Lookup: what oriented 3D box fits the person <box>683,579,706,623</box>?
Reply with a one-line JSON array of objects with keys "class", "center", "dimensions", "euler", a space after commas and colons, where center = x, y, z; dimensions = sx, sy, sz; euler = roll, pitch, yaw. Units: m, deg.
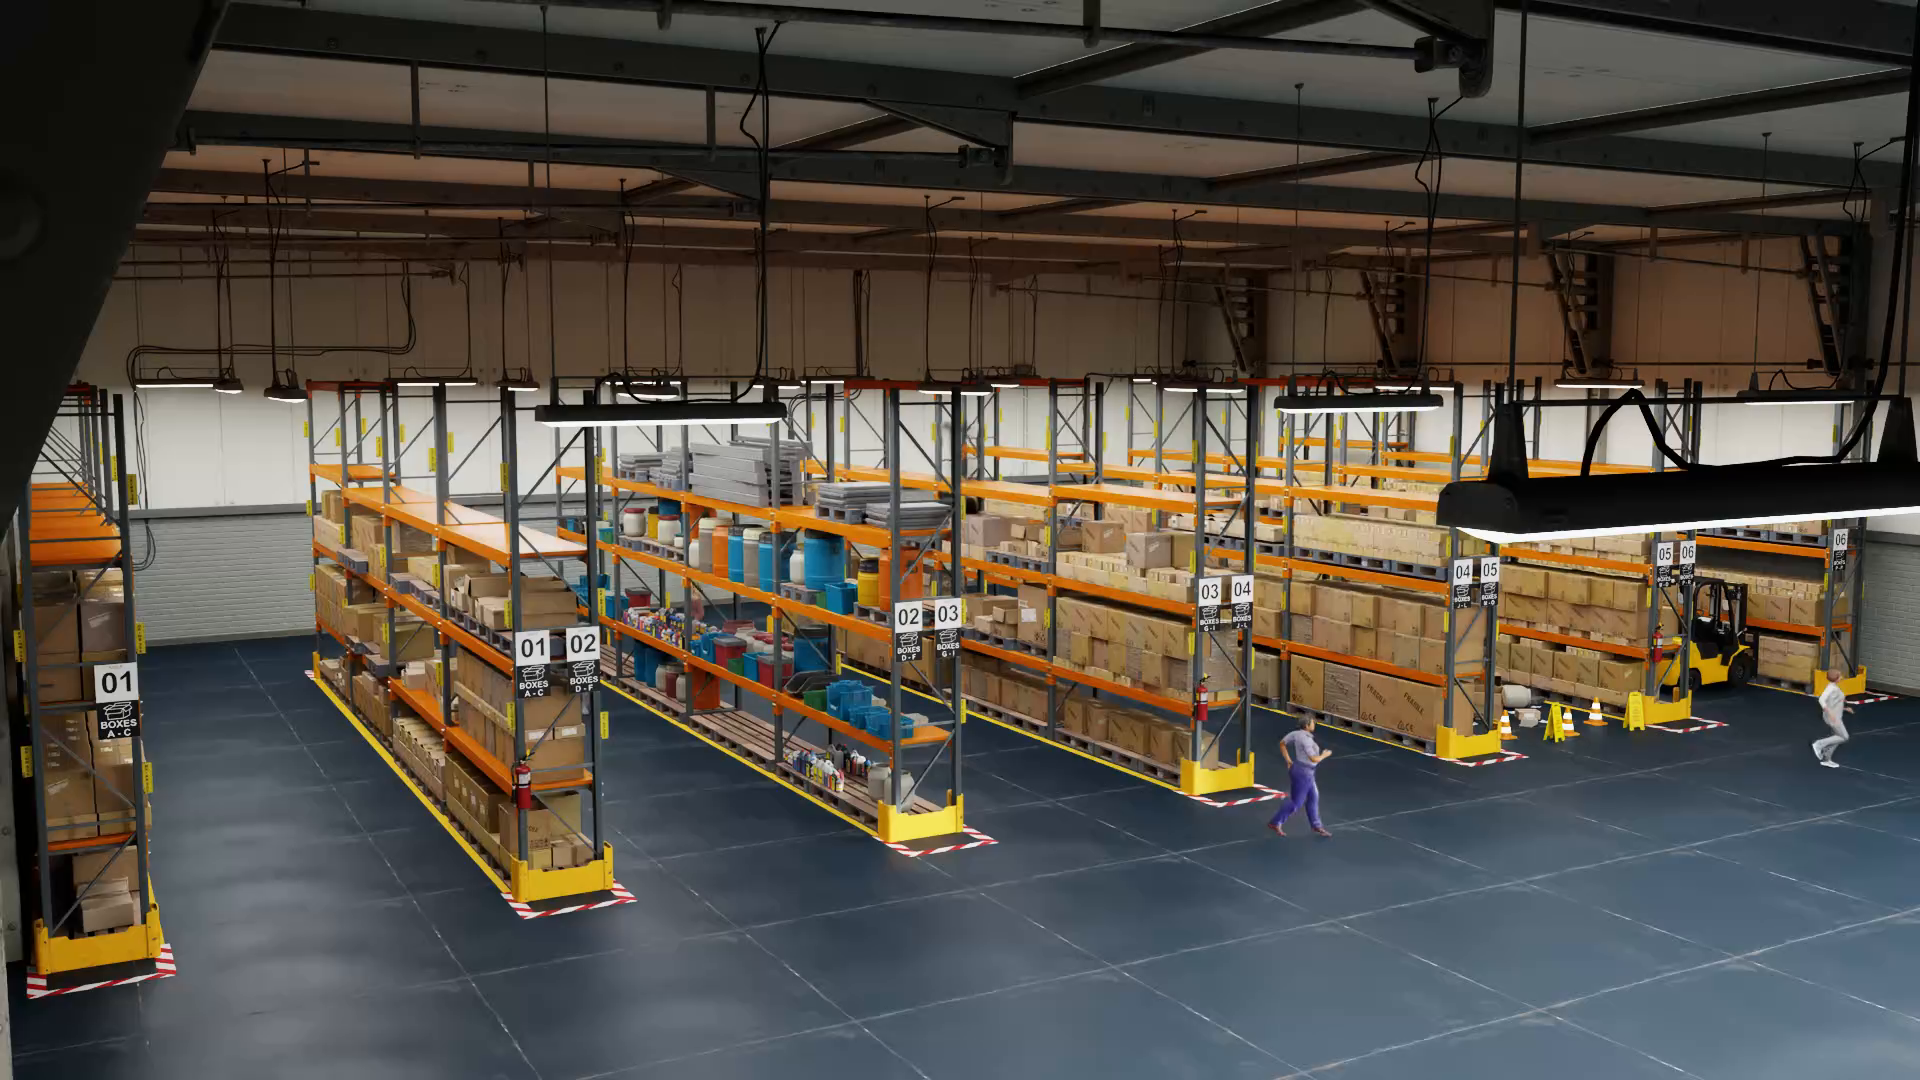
[{"class": "person", "center": [-6.271, 1.384, 38.996], "dimensions": [0.617, 1.638, 0.596], "euler": [-1, 6, -7]}]

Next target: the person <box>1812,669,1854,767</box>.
[{"class": "person", "center": [13.718, 2.794, 26.100], "dimensions": [0.547, 1.554, 0.544], "euler": [4, 7, 32]}]

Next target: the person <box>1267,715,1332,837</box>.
[{"class": "person", "center": [4.523, 3.147, 22.098], "dimensions": [0.909, 1.670, 0.590], "euler": [0, 6, -4]}]

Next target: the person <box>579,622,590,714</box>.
[{"class": "person", "center": [-6.848, 2.307, 30.212], "dimensions": [0.628, 1.662, 0.612], "euler": [-3, 7, -23]}]
